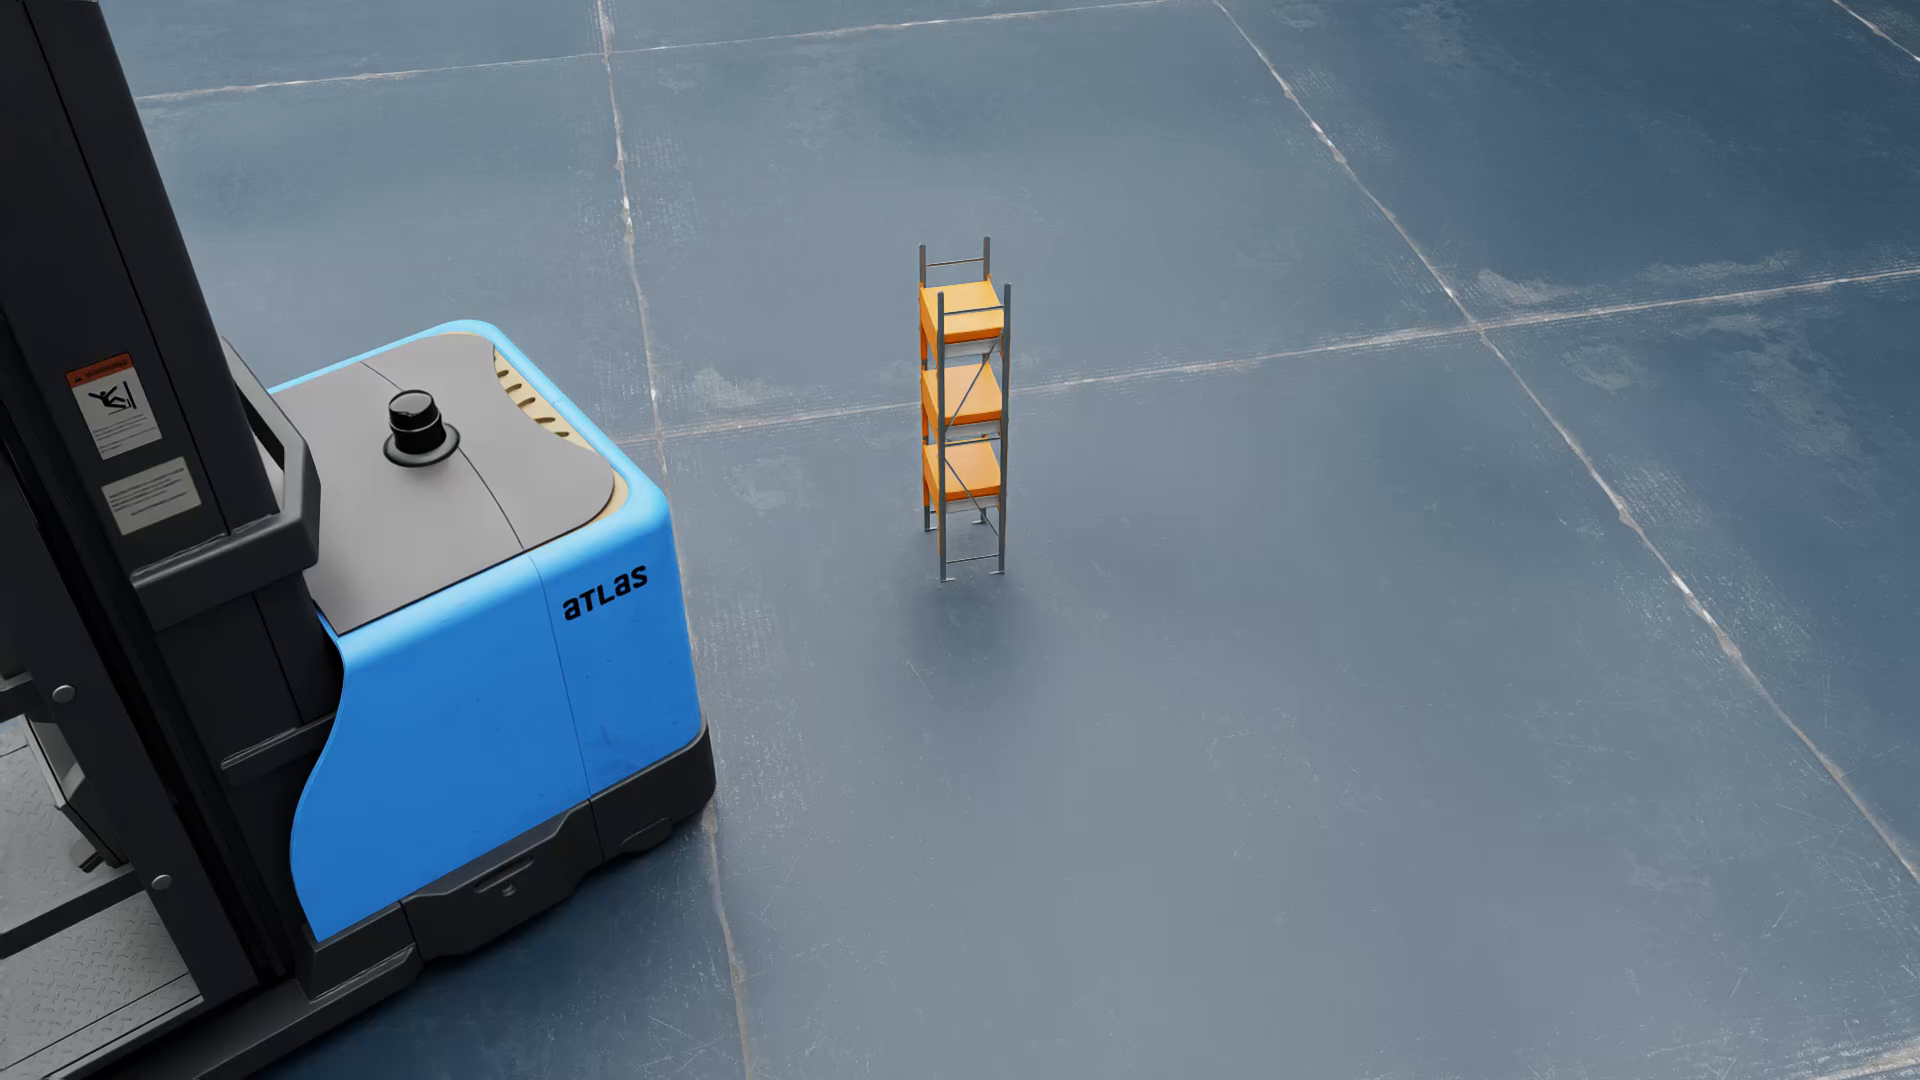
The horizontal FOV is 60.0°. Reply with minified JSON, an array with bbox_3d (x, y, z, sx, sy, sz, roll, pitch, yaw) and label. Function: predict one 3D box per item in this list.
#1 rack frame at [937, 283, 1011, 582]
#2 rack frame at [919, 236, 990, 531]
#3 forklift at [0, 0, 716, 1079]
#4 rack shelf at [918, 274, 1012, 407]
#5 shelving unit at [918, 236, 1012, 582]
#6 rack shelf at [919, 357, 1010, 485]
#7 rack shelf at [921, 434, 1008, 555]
[{"bbox_3d":[0.038,-0.279,4.773,0.200,1.050,0.008,-8,42,-9],"label":"rack frame"},{"bbox_3d":[-0.015,-0.437,4.951,0.200,1.050,0.008,-8,42,-9],"label":"rack frame"},{"bbox_3d":[-2.121,-0.035,3.082,3.031,2.935,1.130,-27,48,-27],"label":"forklift"},{"bbox_3d":[0.012,-0.562,4.681,0.215,0.259,0.240,-8,42,-9],"label":"rack shelf"},{"bbox_3d":[0.012,-0.358,4.862,0.215,1.050,0.252,-8,42,-9],"label":"shelving unit"},{"bbox_3d":[0.012,-0.350,4.869,0.215,0.259,0.240,-8,42,-9],"label":"rack shelf"},{"bbox_3d":[0.012,-0.142,5.054,0.215,0.259,0.240,-8,42,-9],"label":"rack shelf"}]
